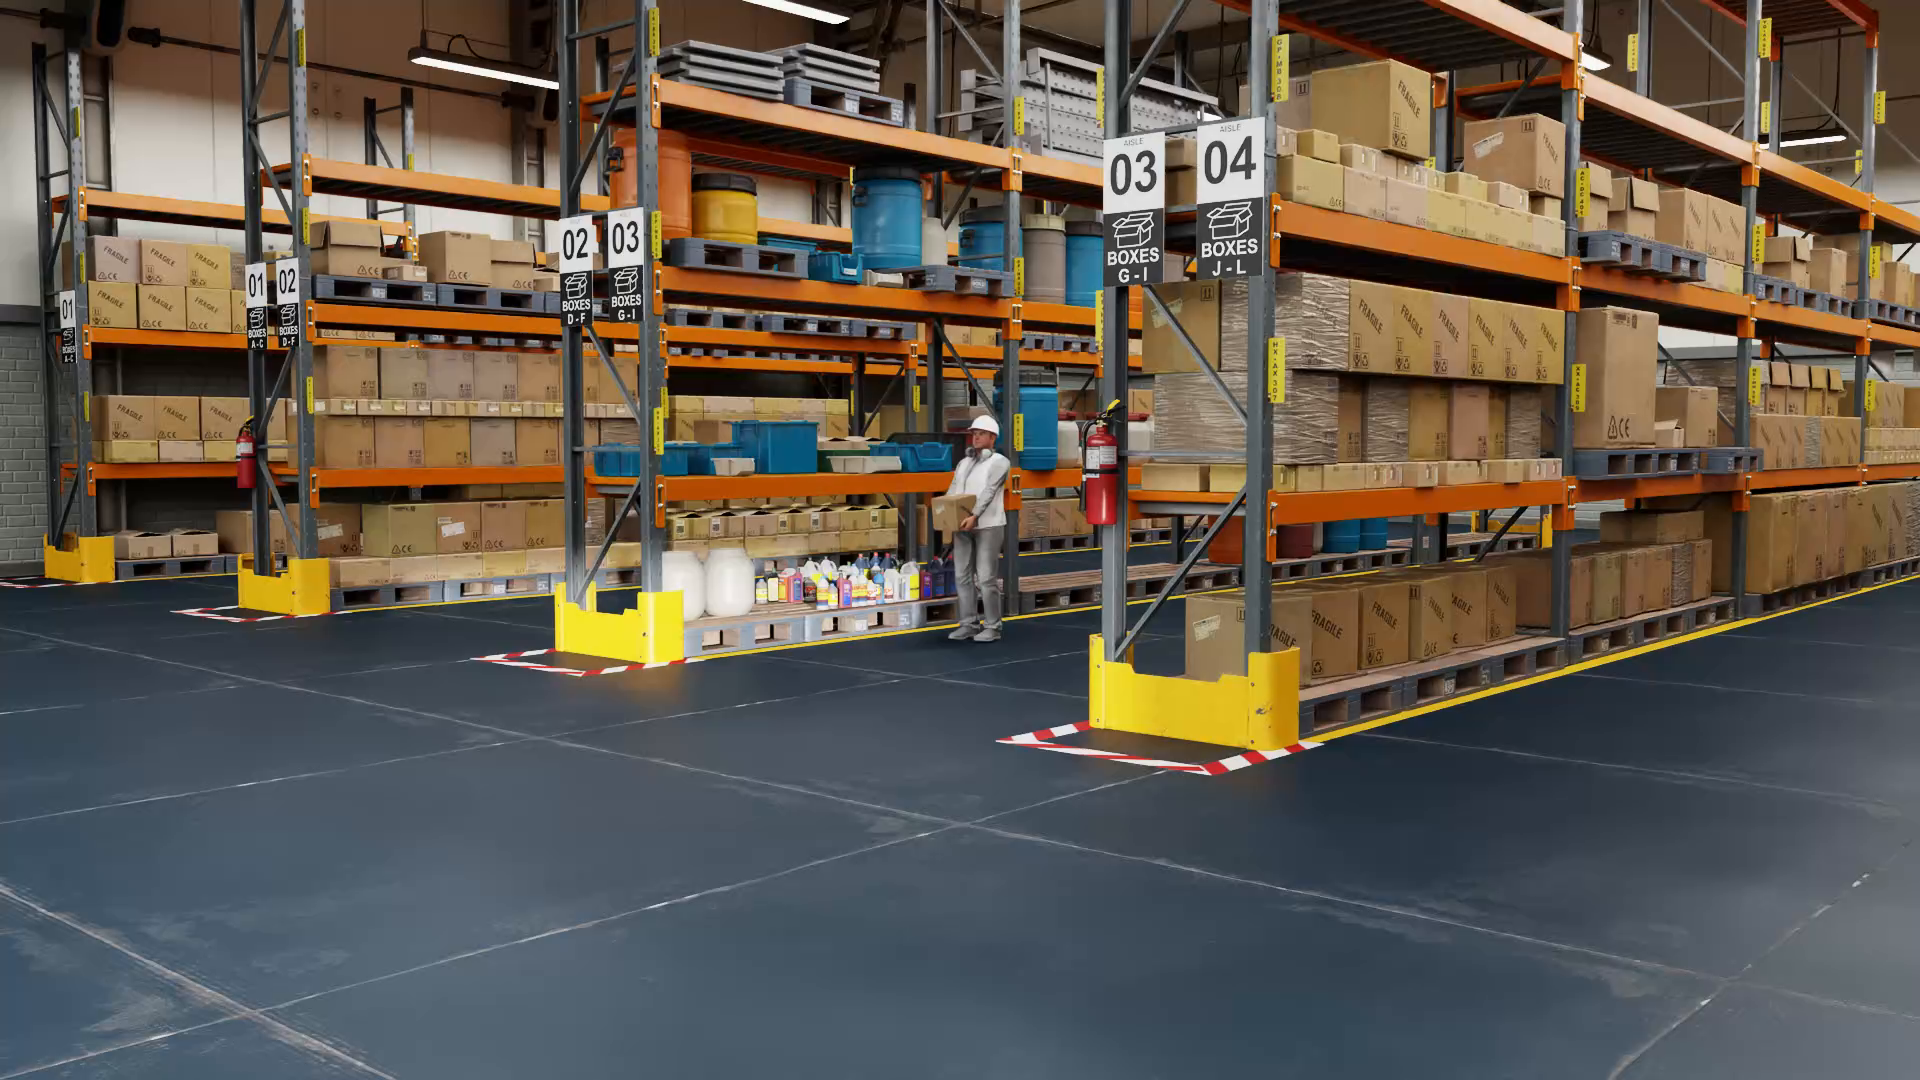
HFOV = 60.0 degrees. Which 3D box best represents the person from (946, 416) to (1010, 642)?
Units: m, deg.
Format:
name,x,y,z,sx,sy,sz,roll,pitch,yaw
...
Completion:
name,x,y,z,sx,sy,sz,roll,pitch,yaw
person,0.098,-0.089,13.010,0.494,1.767,0.545,3,5,42
